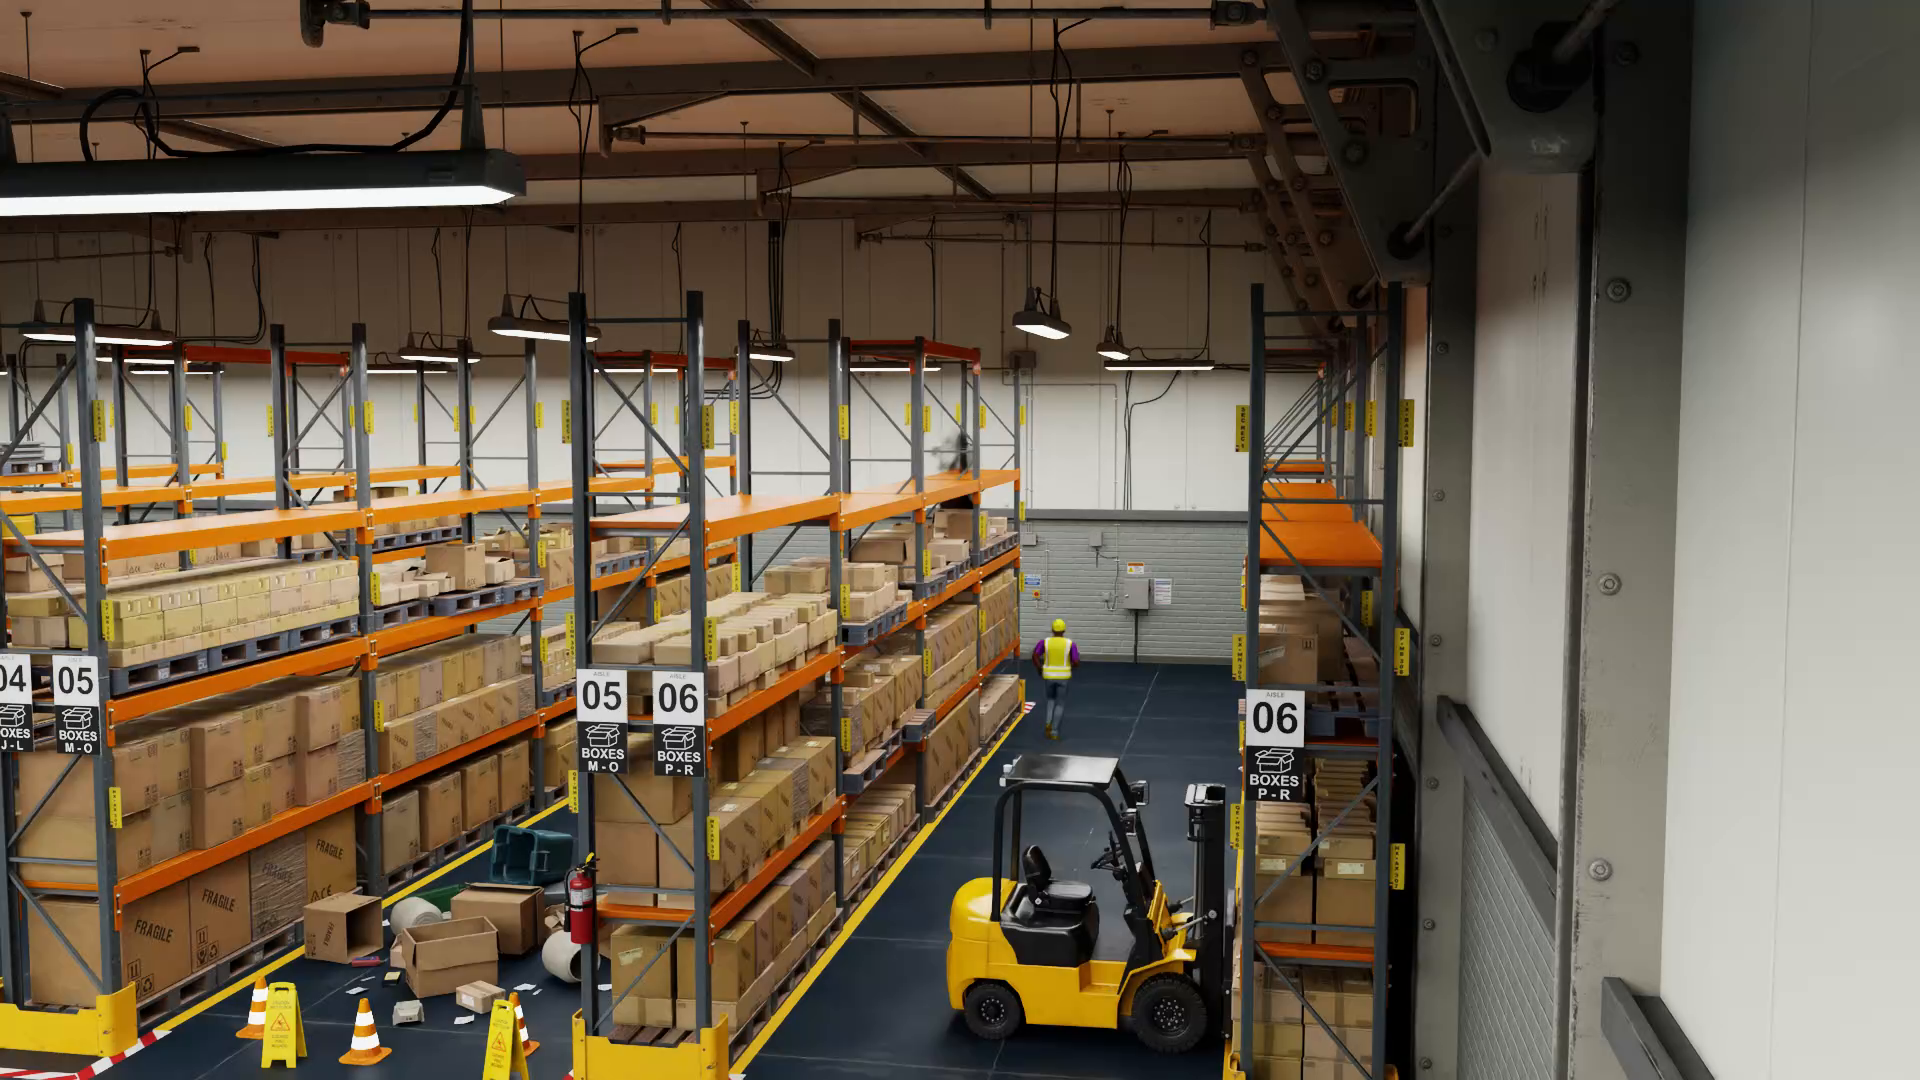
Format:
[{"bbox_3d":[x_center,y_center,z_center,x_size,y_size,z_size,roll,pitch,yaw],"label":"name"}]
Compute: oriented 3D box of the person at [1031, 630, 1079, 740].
[{"bbox_3d":[1.430,2.078,24.520,0.668,1.769,0.640,1,5,15],"label":"person"}]
